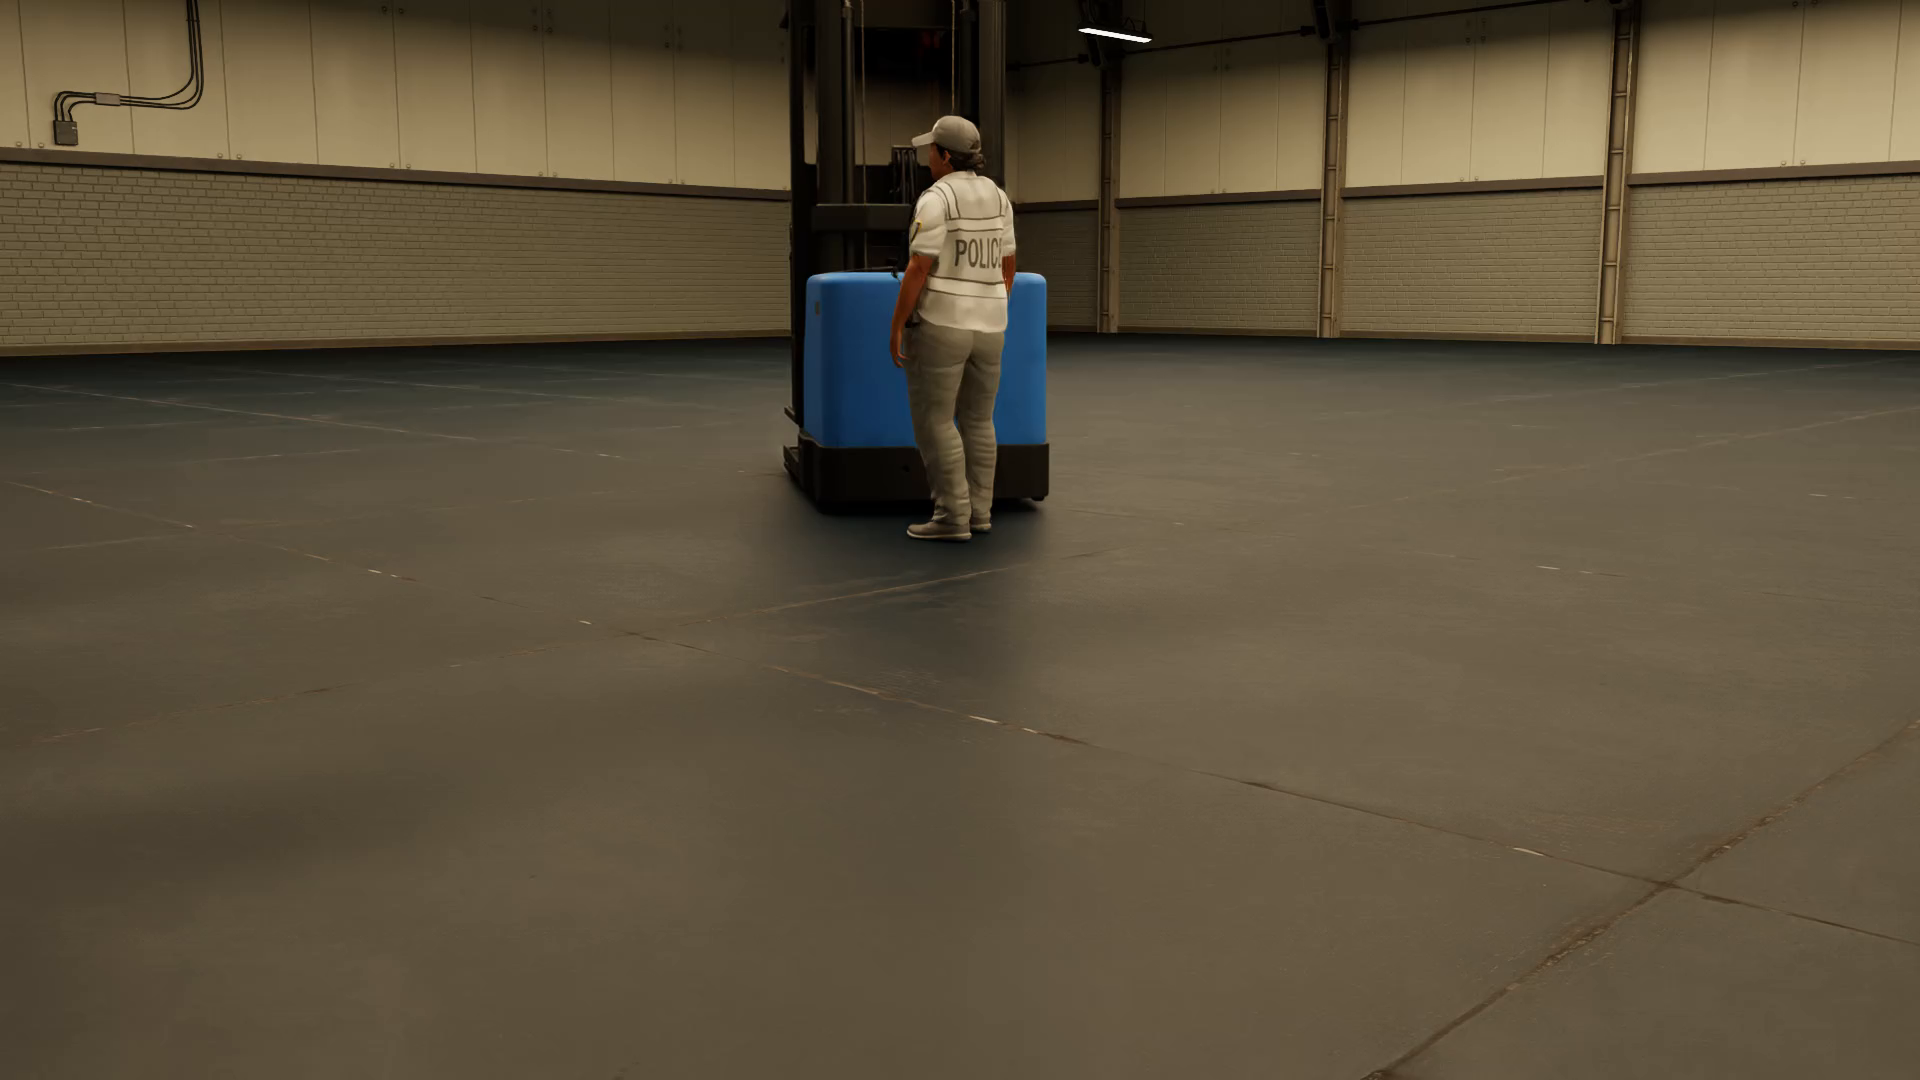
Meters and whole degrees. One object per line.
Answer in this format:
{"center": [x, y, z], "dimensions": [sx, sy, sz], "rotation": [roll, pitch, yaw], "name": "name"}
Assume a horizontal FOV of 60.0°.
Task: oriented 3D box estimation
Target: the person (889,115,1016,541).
{"center": [-0.066, -0.831, 6.660], "dimensions": [0.621, 1.669, 0.525], "rotation": [-8, 12, -44], "name": "person"}

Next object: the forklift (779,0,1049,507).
{"center": [-0.358, -1.781, 8.700], "dimensions": [1.130, 2.935, 3.031], "rotation": [-2, 9, -10], "name": "forklift"}
